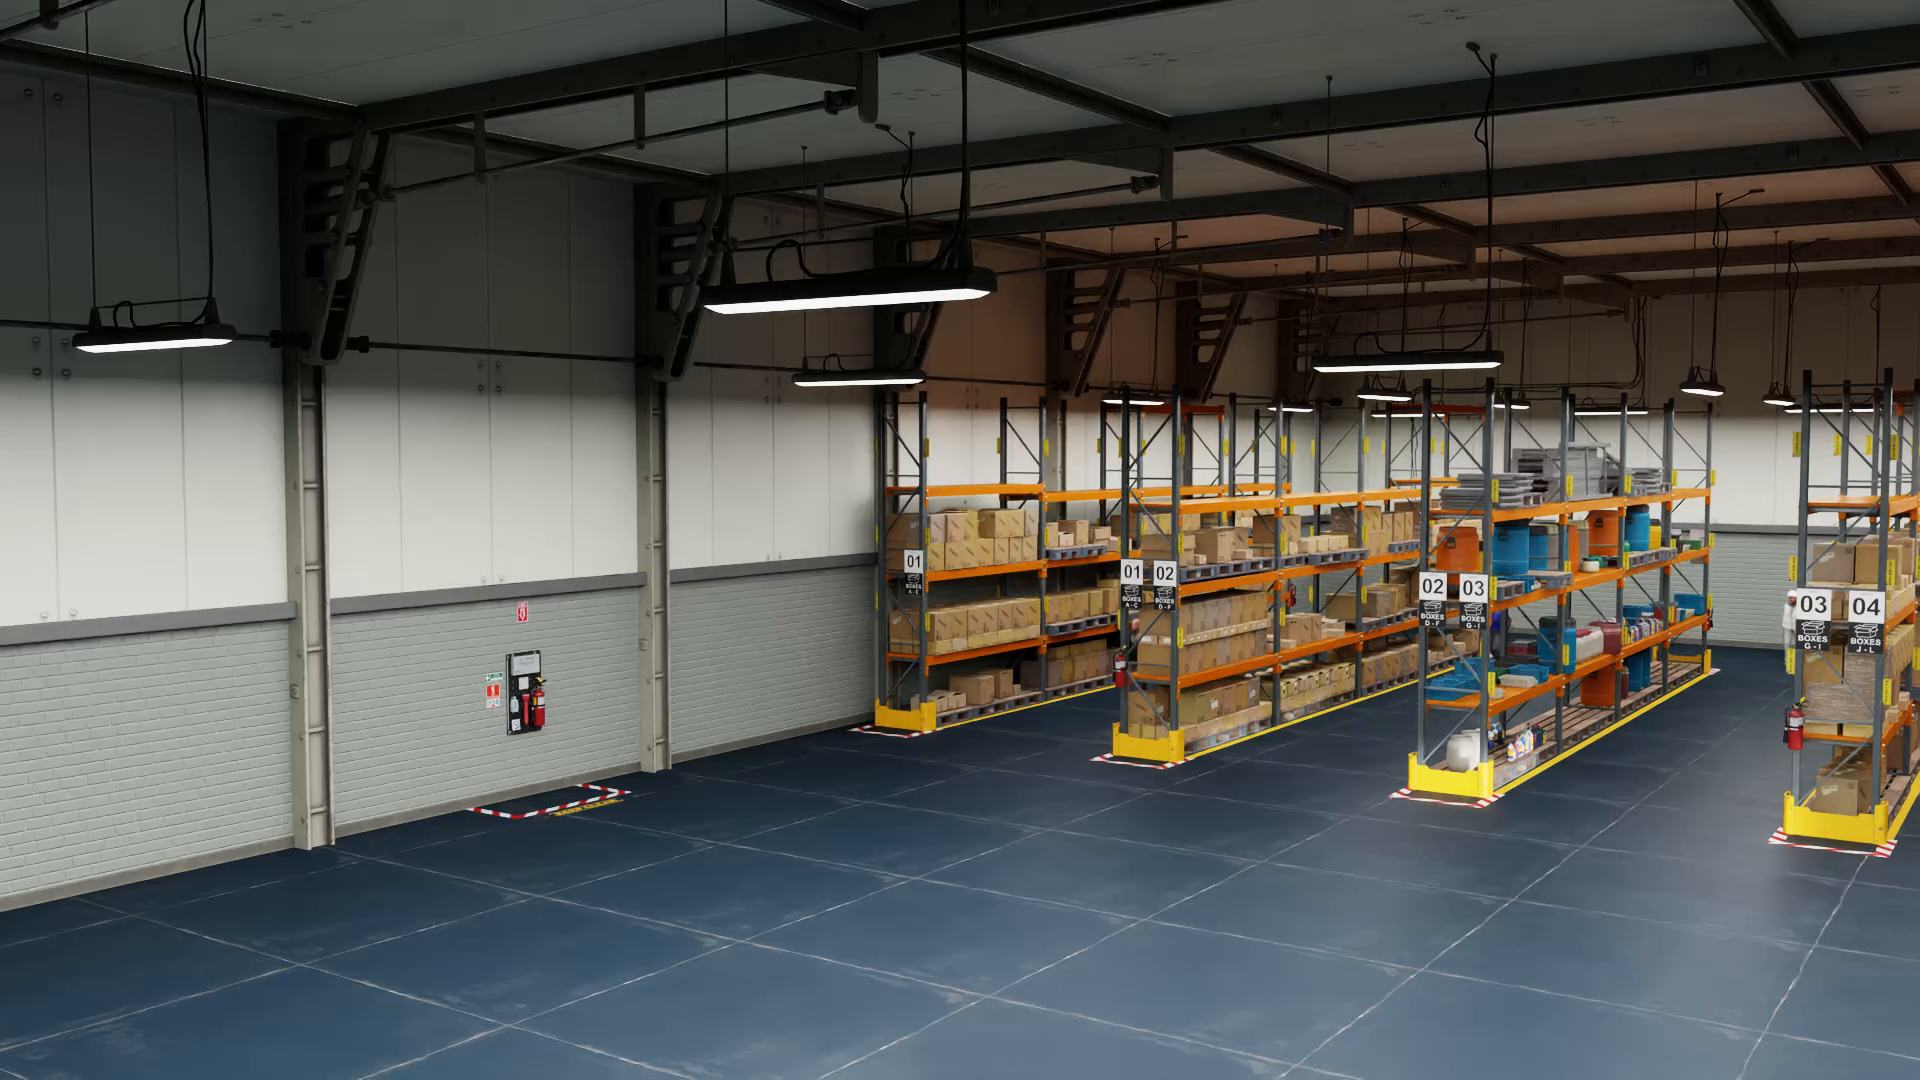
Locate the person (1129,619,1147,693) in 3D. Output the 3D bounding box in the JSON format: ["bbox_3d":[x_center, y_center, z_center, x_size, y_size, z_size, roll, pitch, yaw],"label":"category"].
[{"bbox_3d":[3.389,2.359,32.206,0.543,1.654,1.093,1,3,18],"label":"person"}]

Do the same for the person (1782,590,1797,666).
[{"bbox_3d":[19.180,2.012,38.188,0.530,1.733,0.948,2,4,31],"label":"person"}]

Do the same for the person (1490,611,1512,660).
[{"bbox_3d":[12.143,2.138,37.564,0.613,1.567,0.734,3,4,44],"label":"person"}]
